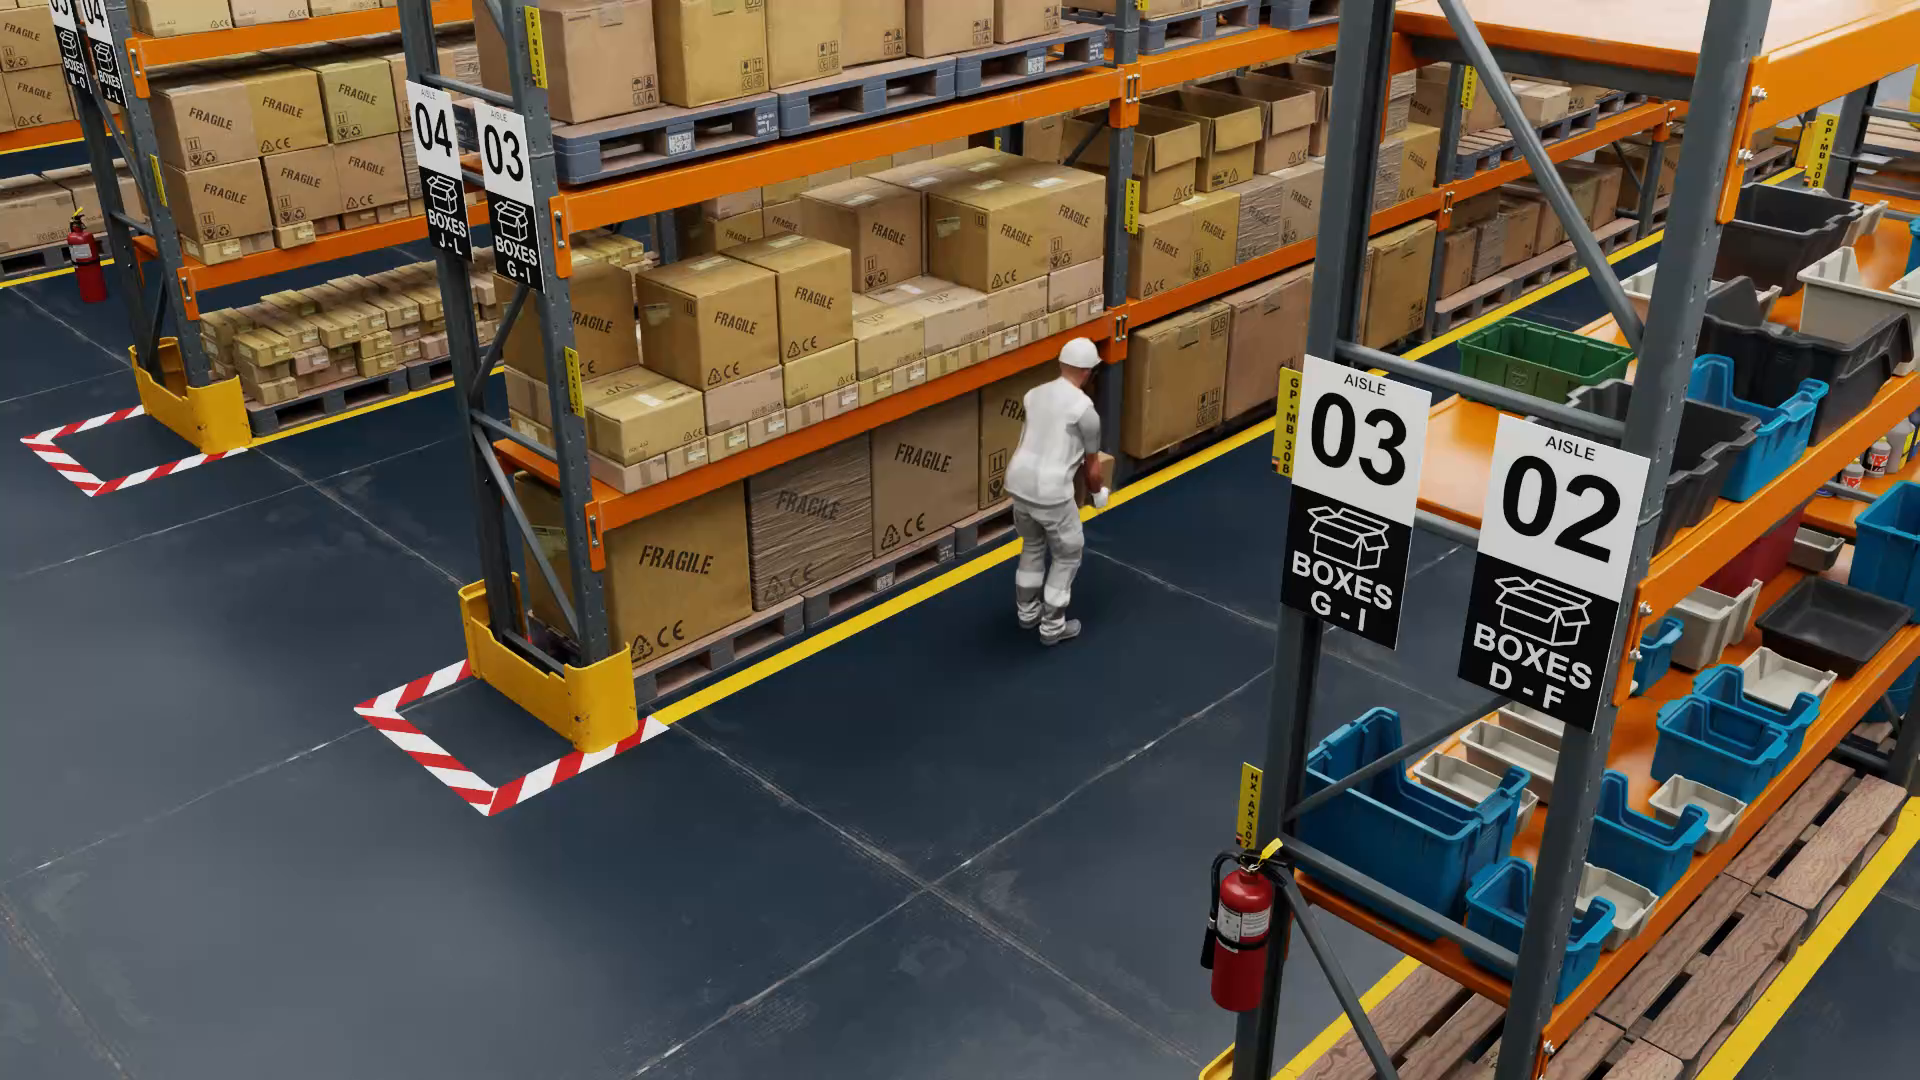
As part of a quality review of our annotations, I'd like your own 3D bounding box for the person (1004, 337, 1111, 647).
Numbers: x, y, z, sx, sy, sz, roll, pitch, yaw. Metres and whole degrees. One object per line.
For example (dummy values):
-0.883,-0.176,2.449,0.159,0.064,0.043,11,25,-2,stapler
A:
0.538,-0.276,9.215,0.490,1.701,0.639,24,36,38,person
